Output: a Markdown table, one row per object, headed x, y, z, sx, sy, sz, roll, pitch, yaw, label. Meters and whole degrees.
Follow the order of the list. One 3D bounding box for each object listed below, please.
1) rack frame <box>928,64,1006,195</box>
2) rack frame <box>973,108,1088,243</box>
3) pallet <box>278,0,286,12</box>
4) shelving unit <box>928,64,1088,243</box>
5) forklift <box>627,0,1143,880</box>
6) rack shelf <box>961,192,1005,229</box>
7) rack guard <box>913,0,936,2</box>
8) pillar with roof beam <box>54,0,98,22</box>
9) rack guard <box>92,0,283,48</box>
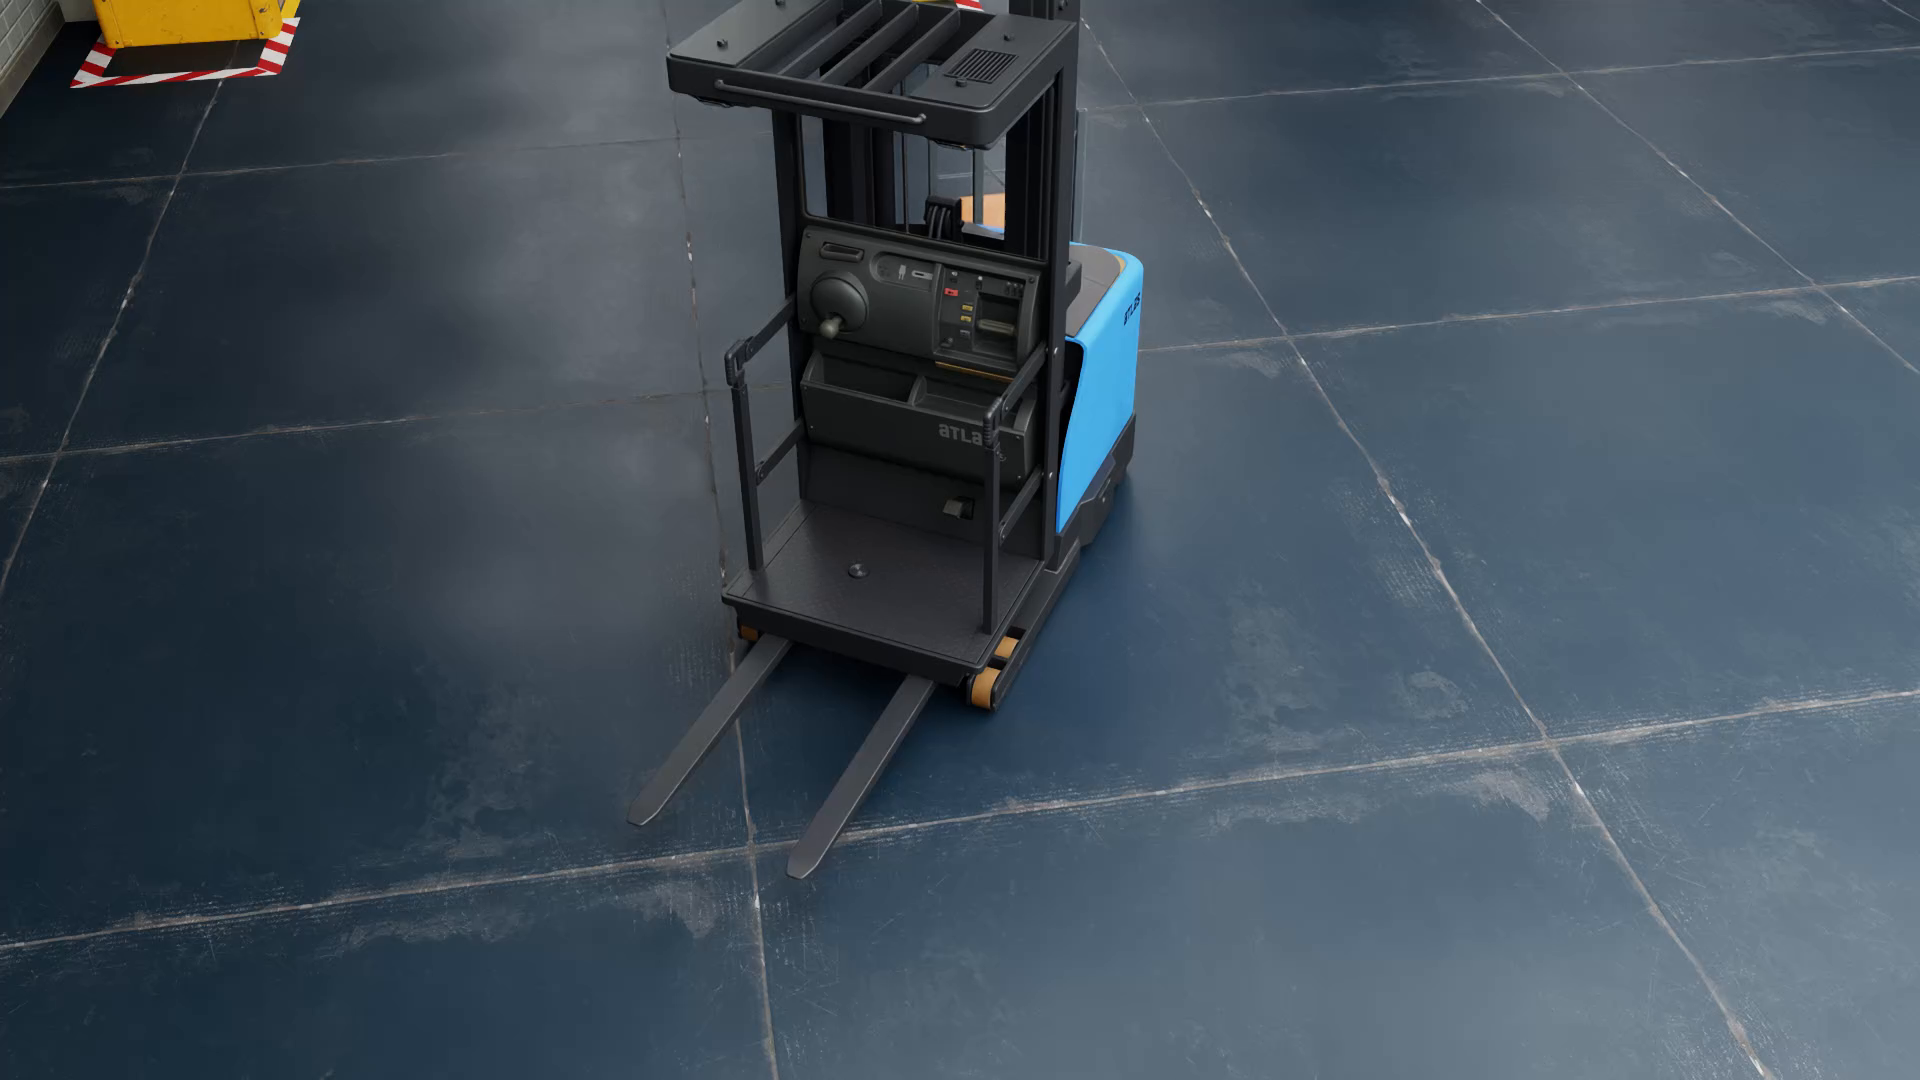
| x | y | z | sx | sy | sz | roll | pitch | yaw | label |
| --- | --- | --- | --- | --- | --- | --- | --- | --- | --- |
| 0.091 | -1.852 | 8.412 | 0.500 | 1.500 | 0.032 | -8 | 38 | -10 | rack frame |
| 0.306 | -1.243 | 7.627 | 0.500 | 1.500 | 0.032 | -8 | 38 | -10 | rack frame |
| -5.579 | -4.198 | 12.482 | 1.003 | 0.211 | 1.213 | -6 | 38 | -8 | pallet |
| 0.197 | -1.553 | 8.026 | 0.587 | 1.500 | 1.083 | -8 | 38 | -10 | shelving unit |
| -0.243 | -0.803 | 5.894 | 1.130 | 2.935 | 3.031 | 14 | 40 | 18 | forklift |
| 0.198 | -1.405 | 8.130 | 0.538 | 0.185 | 1.000 | -8 | 38 | -10 | rack shelf |
| -0.578 | -4.292 | 12.368 | 1.175 | 0.500 | 0.348 | -6 | 38 | -8 | rack guard |
| -2.194 | -7.921 | 10.111 | 9.100 | 9.000 | 0.400 | -6 | 38 | -8 | pillar with roof beam |
| -5.472 | -3.818 | 11.757 | 1.175 | 0.500 | 0.348 | -6 | 38 | -8 | rack guard |
